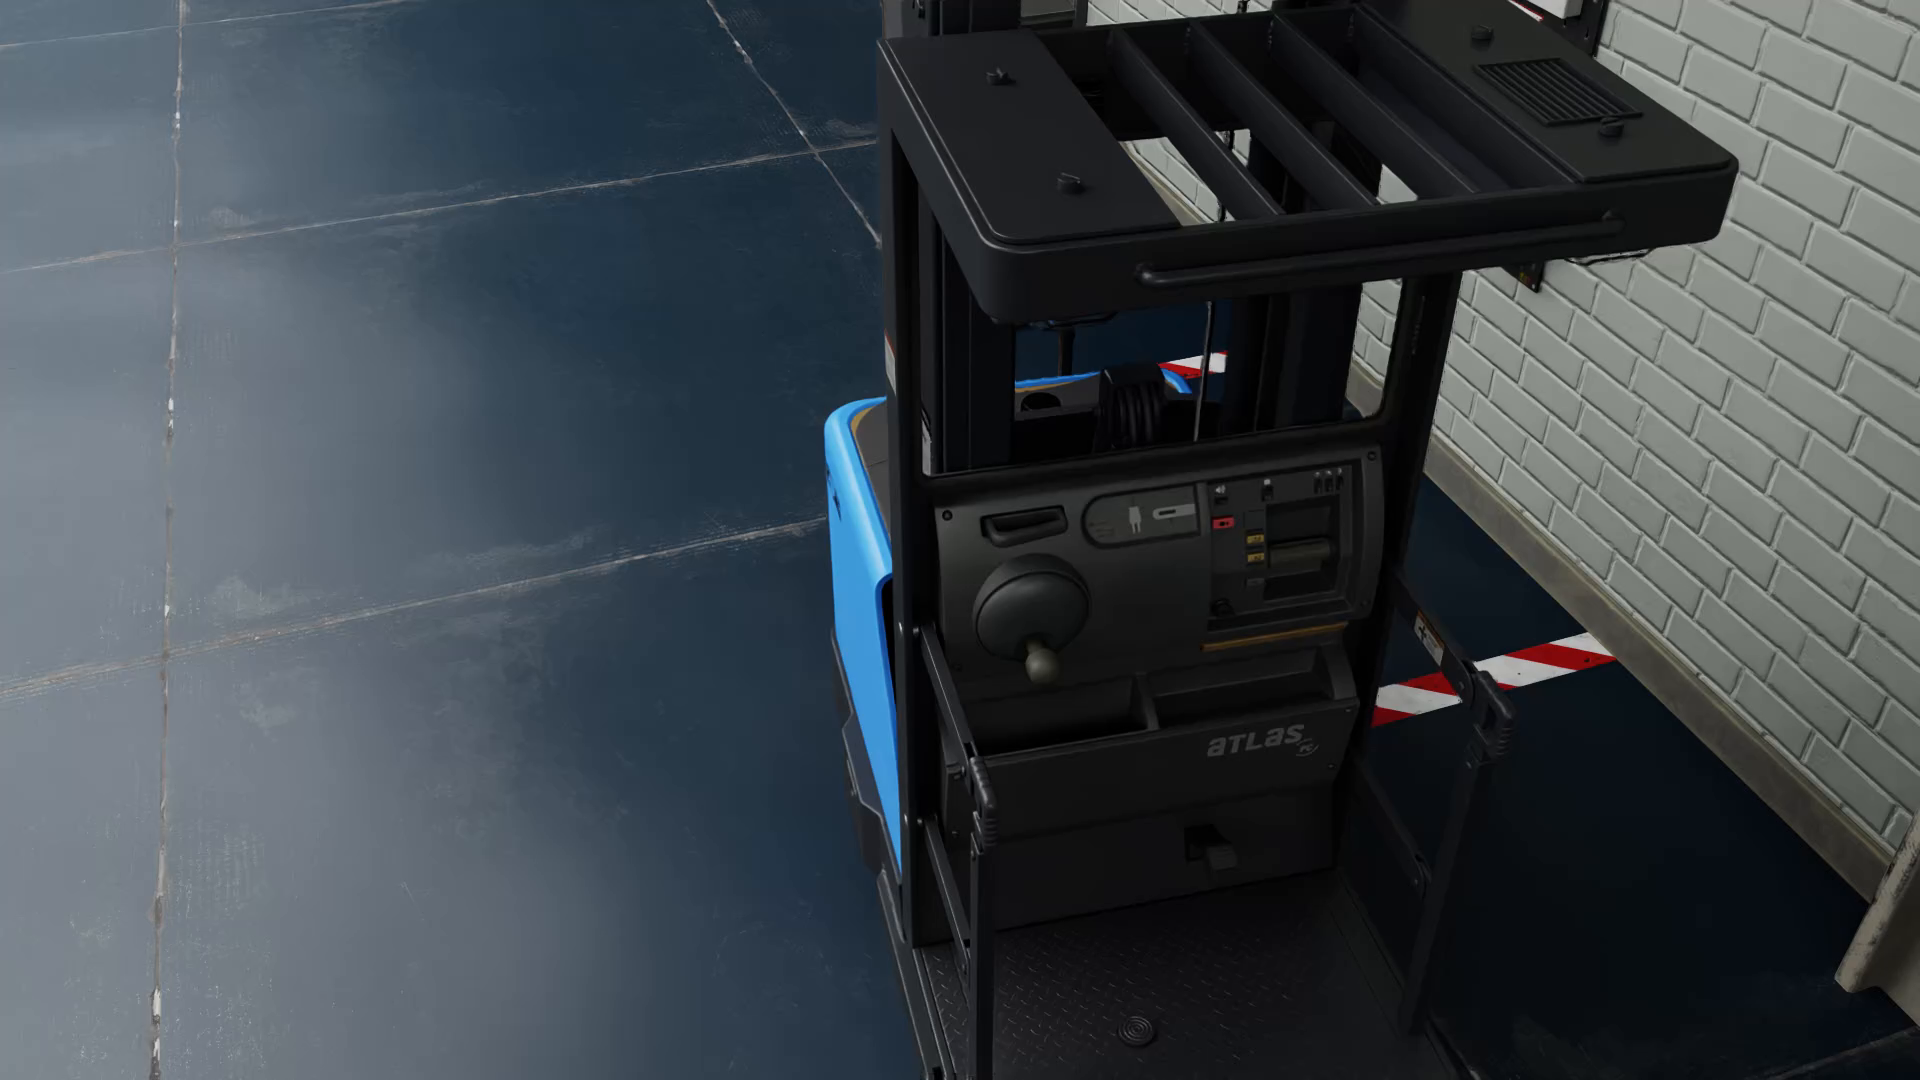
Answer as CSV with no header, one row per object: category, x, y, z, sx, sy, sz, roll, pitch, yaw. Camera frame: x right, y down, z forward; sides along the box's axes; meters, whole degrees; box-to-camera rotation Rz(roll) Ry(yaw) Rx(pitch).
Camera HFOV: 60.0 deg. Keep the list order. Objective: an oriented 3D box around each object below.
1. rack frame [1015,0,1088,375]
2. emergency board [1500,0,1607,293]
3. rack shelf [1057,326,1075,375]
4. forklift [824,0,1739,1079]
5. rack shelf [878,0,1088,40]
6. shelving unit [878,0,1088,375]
rack frame,0.141,-0.607,4.811,0.400,2.100,0.015,-12,39,-16
emergency board,1.636,-1.403,5.119,0.194,1.169,0.643,-12,39,-16
rack shelf,0.057,-0.734,5.002,0.431,0.518,0.480,-12,39,-16
forklift,0.461,0.114,3.163,1.130,2.935,3.031,-8,38,-11
rack shelf,0.057,-1.293,4.581,0.431,0.518,0.480,-12,39,-16
shelving unit,0.057,-0.745,4.994,0.431,2.100,0.503,-12,39,-16
